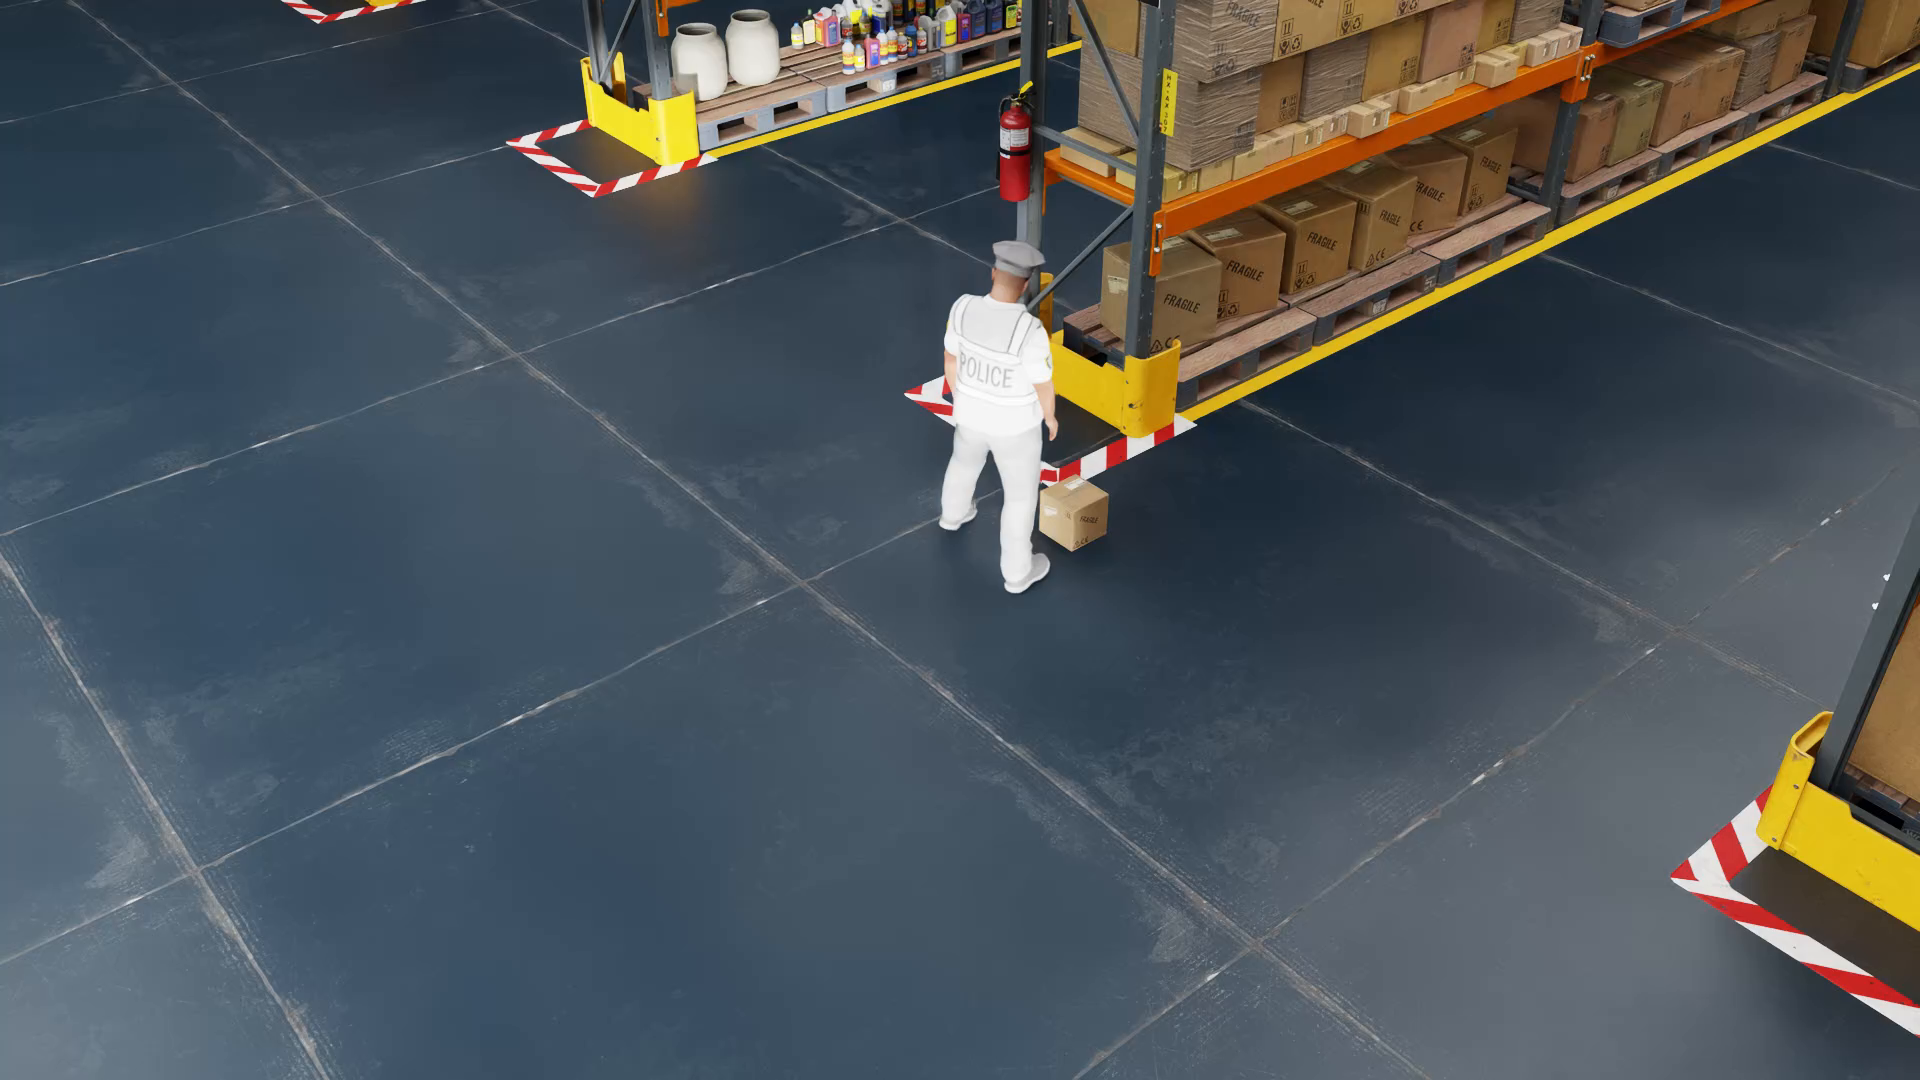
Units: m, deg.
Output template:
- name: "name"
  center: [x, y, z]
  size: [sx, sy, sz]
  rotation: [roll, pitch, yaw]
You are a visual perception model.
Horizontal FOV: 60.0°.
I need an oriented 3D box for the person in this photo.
- name: "person"
  center: [0.158, -0.645, 7.958]
  size: [0.738, 1.742, 0.549]
  rotation: [23, 42, 28]
